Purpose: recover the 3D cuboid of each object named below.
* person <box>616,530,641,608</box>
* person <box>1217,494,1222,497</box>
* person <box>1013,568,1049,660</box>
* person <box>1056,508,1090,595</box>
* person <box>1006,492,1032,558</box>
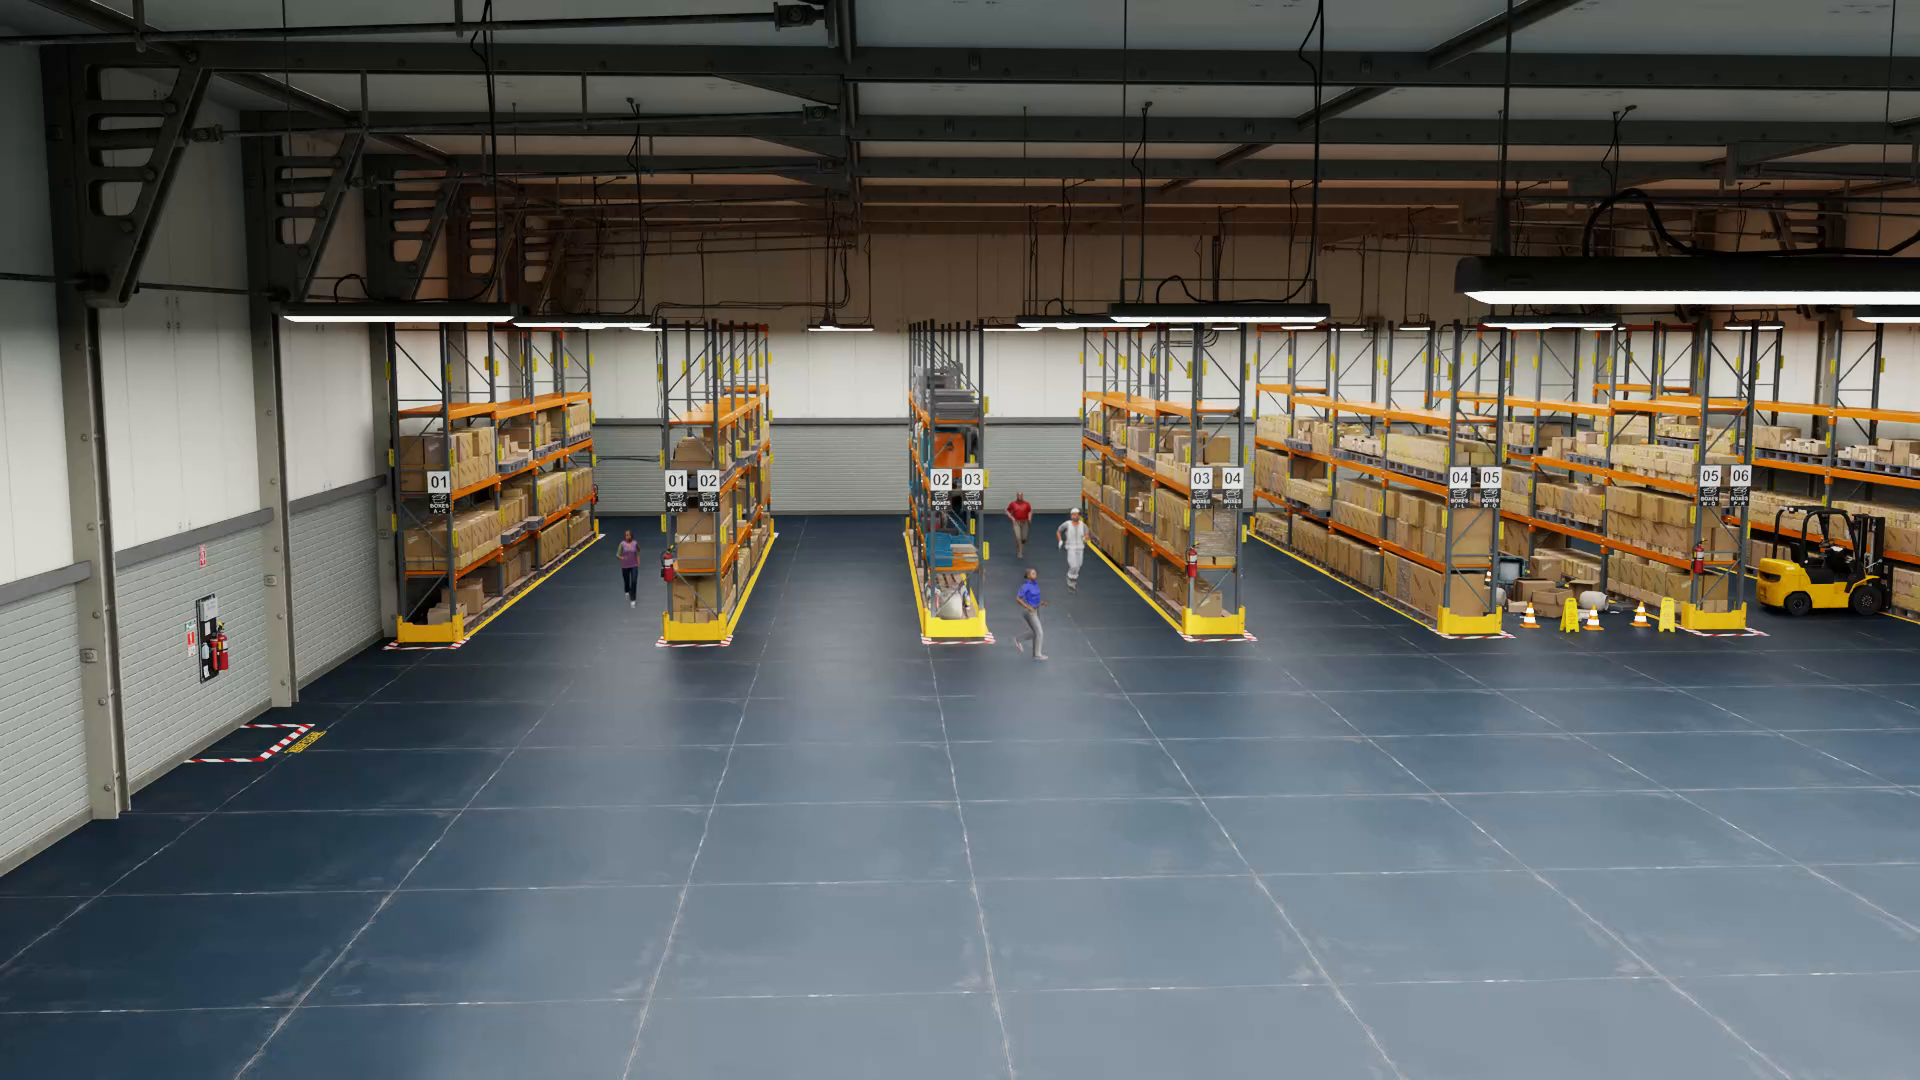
[{"bbox_3d":[-6.991,0.587,35.154,0.538,1.605,0.877,-2,7,-15],"label":"person"},{"bbox_3d":[7.490,-1.125,48.570,0.612,1.695,0.906,-7,10,-43],"label":"person"},{"bbox_3d":[1.245,1.293,29.429,0.705,1.612,0.584,4,8,30],"label":"person"},{"bbox_3d":[2.421,0.241,34.995,0.647,1.826,0.681,-2,7,-16],"label":"person"},{"bbox_3d":[1.534,-0.403,42.986,0.663,1.688,0.664,-1,7,-9],"label":"person"}]
